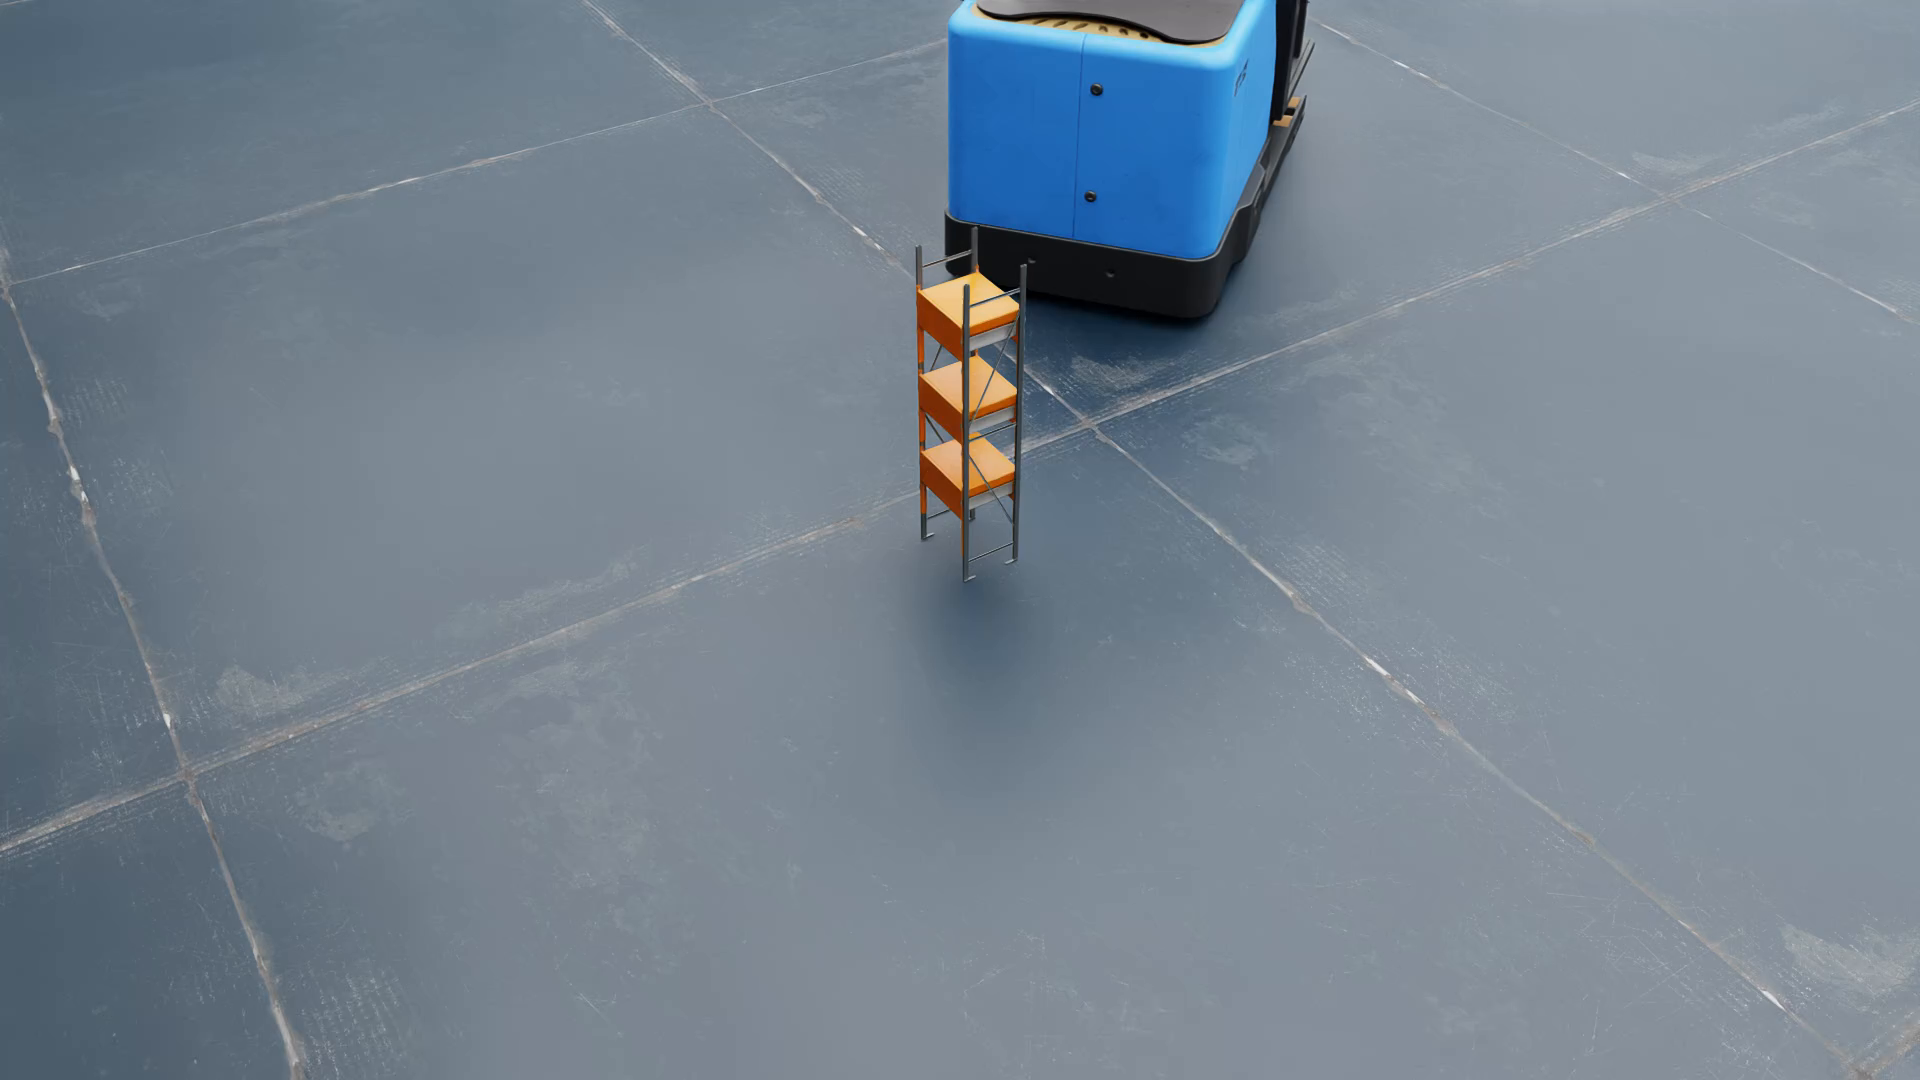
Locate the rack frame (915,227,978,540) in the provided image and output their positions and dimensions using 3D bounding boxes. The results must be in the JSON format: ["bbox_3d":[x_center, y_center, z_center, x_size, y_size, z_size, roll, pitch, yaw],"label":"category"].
[{"bbox_3d":[-0.037,-0.440,4.958,0.200,1.050,0.008,-22,45,-24],"label":"rack frame"}]

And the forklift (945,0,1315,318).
[{"bbox_3d":[0.903,-2.894,6.433,1.130,2.935,3.031,12,41,15],"label":"forklift"}]

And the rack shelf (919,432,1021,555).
[{"bbox_3d":[0.029,-0.153,5.064,0.215,0.259,0.240,-22,45,-24],"label":"rack shelf"}]

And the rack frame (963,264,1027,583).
[{"bbox_3d":[0.094,-0.309,4.800,0.200,1.050,0.008,-22,45,-24],"label":"rack frame"}]

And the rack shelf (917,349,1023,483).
[{"bbox_3d":[0.029,-0.366,4.886,0.215,0.259,0.240,-22,45,-24],"label":"rack shelf"}]

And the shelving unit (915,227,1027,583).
[{"bbox_3d":[0.029,-0.374,4.879,0.215,1.050,0.252,-22,45,-24],"label":"shelving unit"}]

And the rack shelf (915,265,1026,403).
[{"bbox_3d":[0.029,-0.584,4.704,0.215,0.259,0.240,-22,45,-24],"label":"rack shelf"}]
